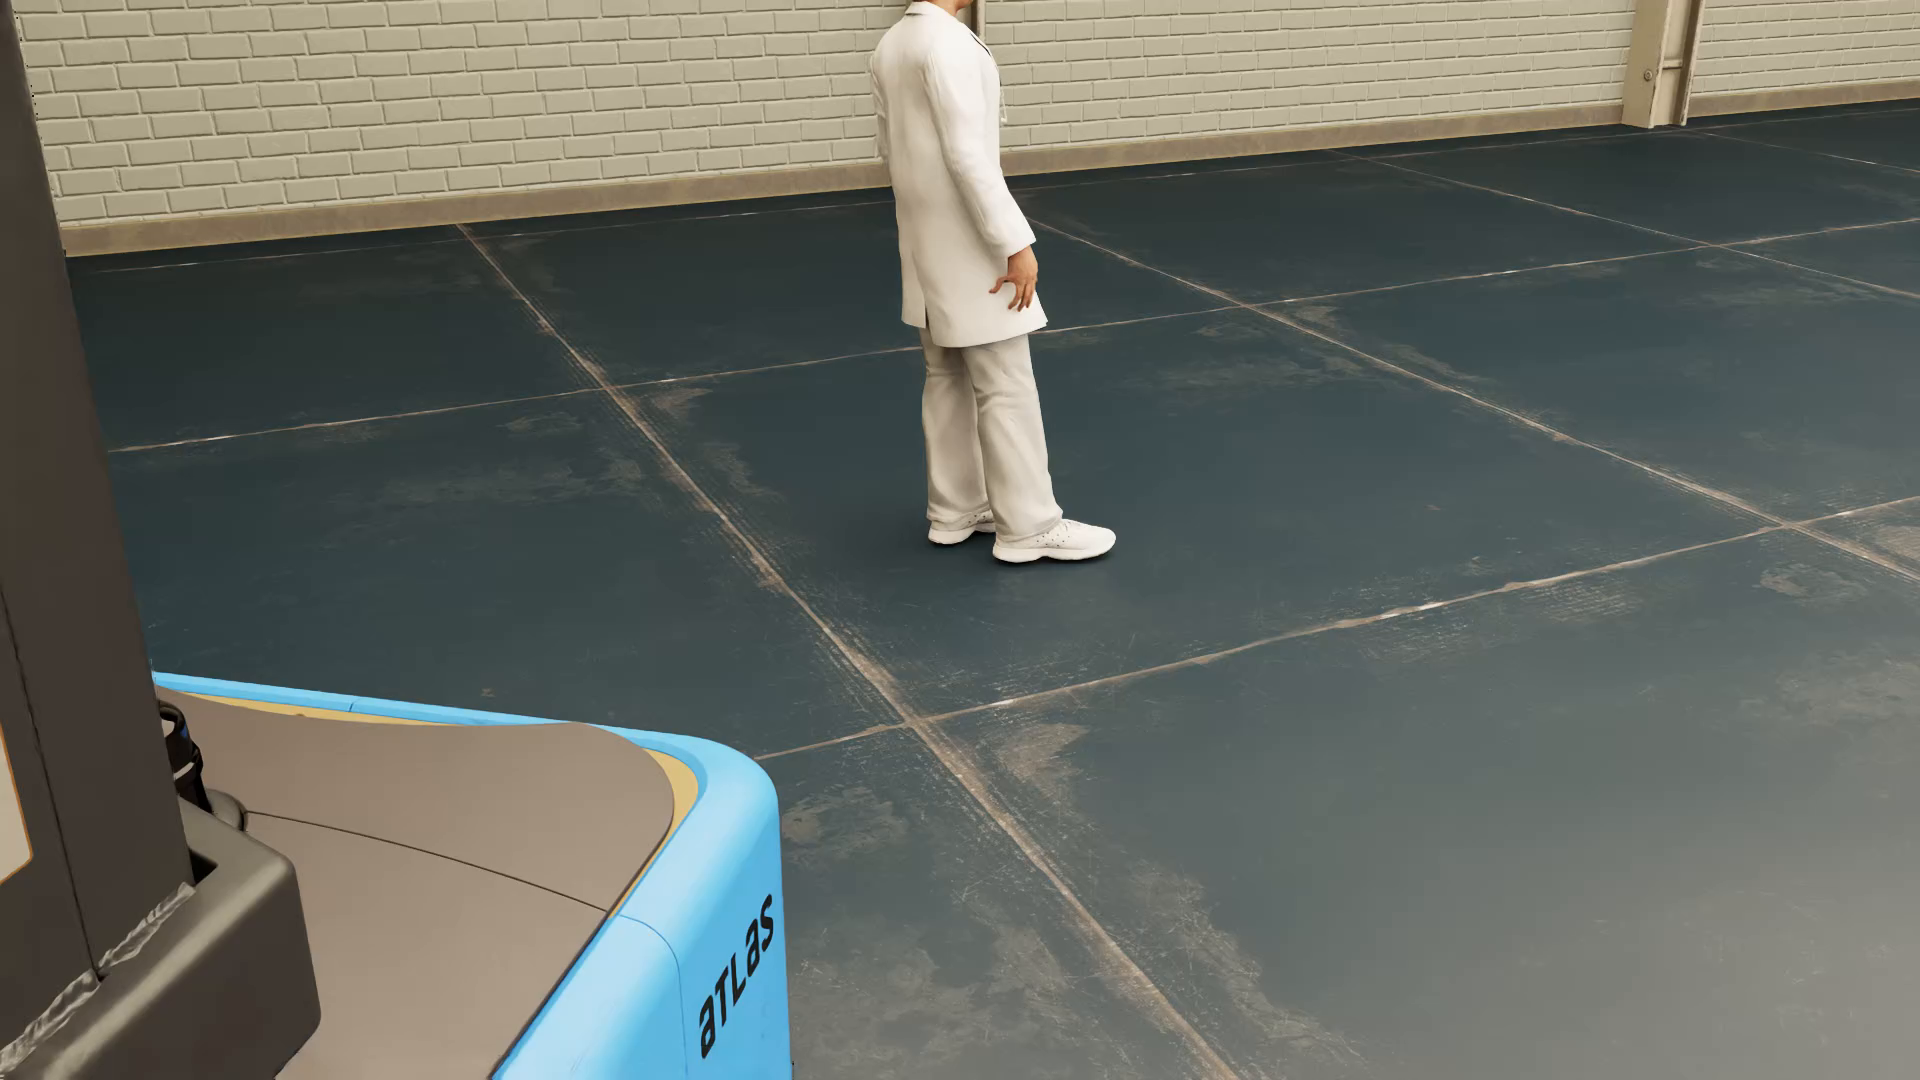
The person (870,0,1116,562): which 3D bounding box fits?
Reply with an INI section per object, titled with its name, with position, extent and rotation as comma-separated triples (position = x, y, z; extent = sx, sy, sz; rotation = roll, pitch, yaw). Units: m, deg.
[person]
position = 0.084, -0.841, 4.796
extent = 0.578, 1.777, 0.698
rotation = -10, 25, -23
